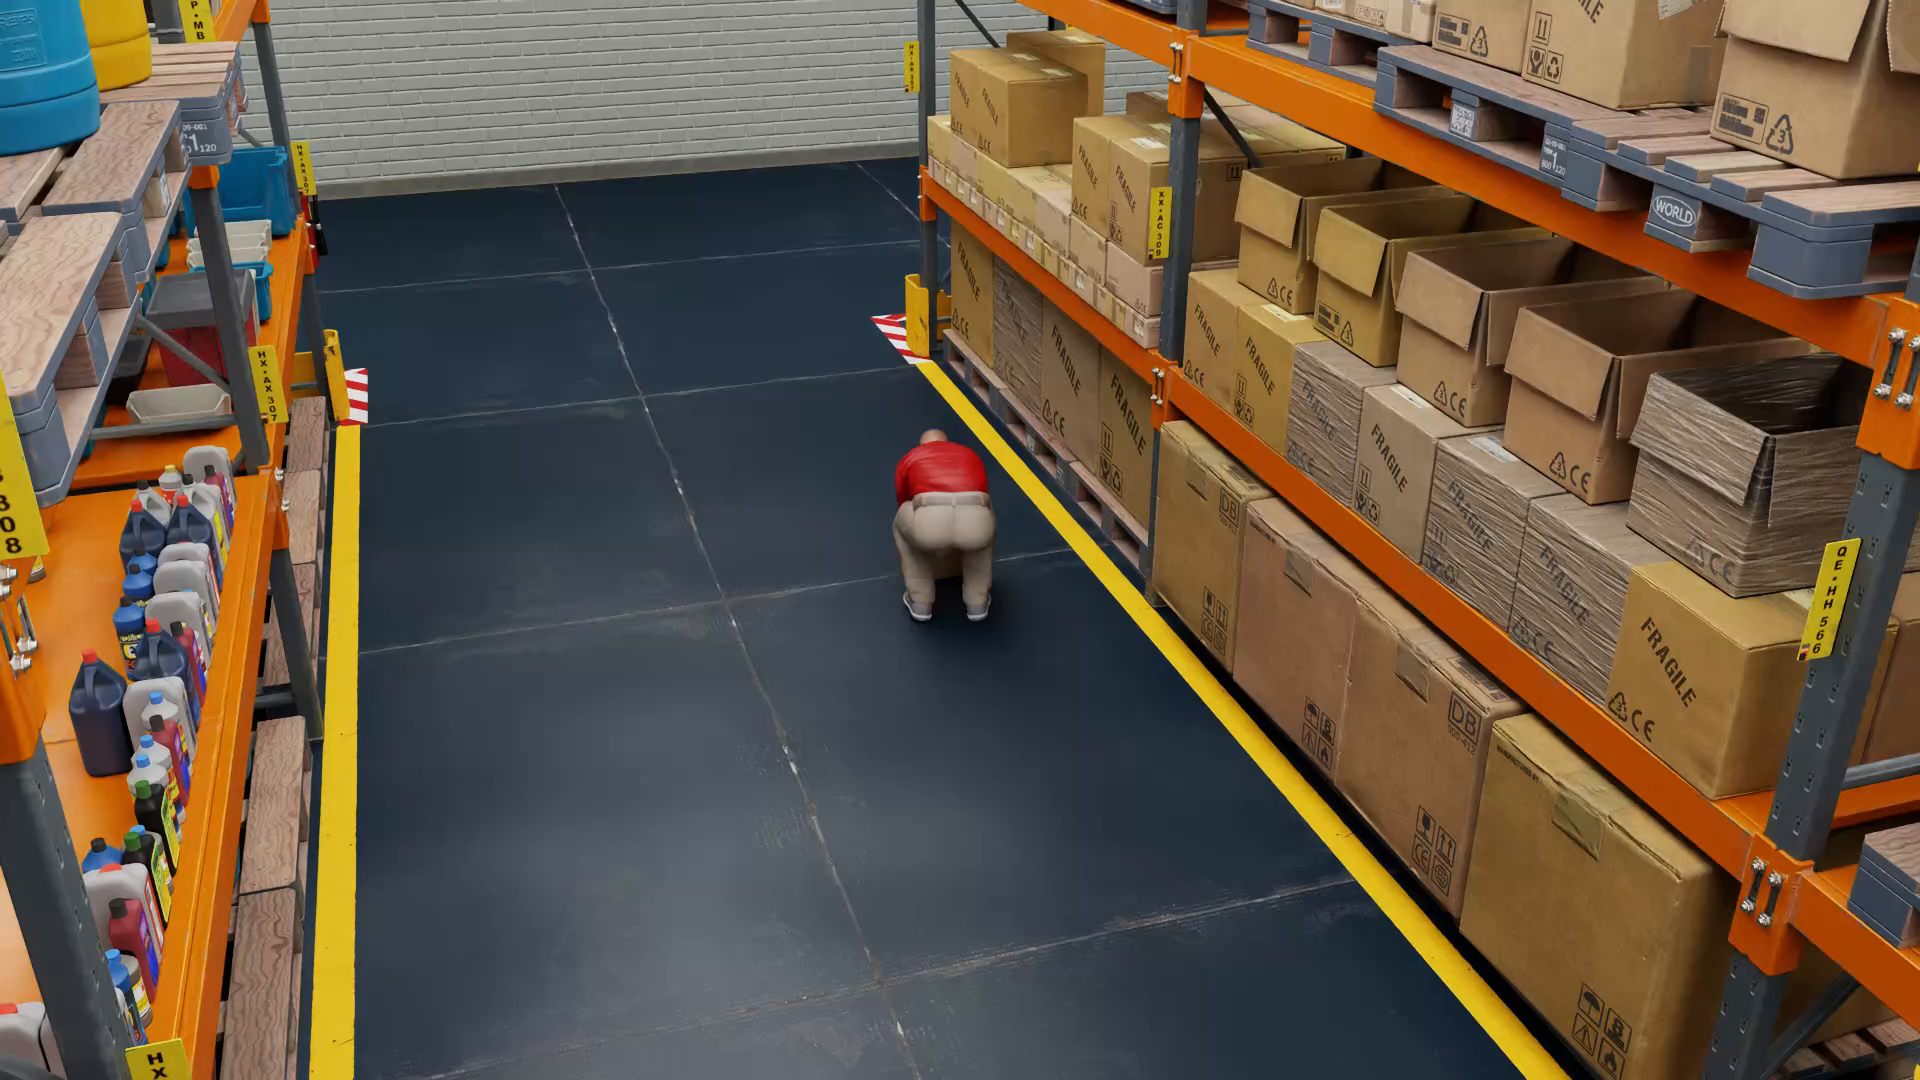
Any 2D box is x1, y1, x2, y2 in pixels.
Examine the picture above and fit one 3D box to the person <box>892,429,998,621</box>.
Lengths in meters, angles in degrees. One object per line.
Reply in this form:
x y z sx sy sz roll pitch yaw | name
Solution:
-0.074 -0.070 8.370 0.534 0.804 0.950 -2 26 -3 | person
